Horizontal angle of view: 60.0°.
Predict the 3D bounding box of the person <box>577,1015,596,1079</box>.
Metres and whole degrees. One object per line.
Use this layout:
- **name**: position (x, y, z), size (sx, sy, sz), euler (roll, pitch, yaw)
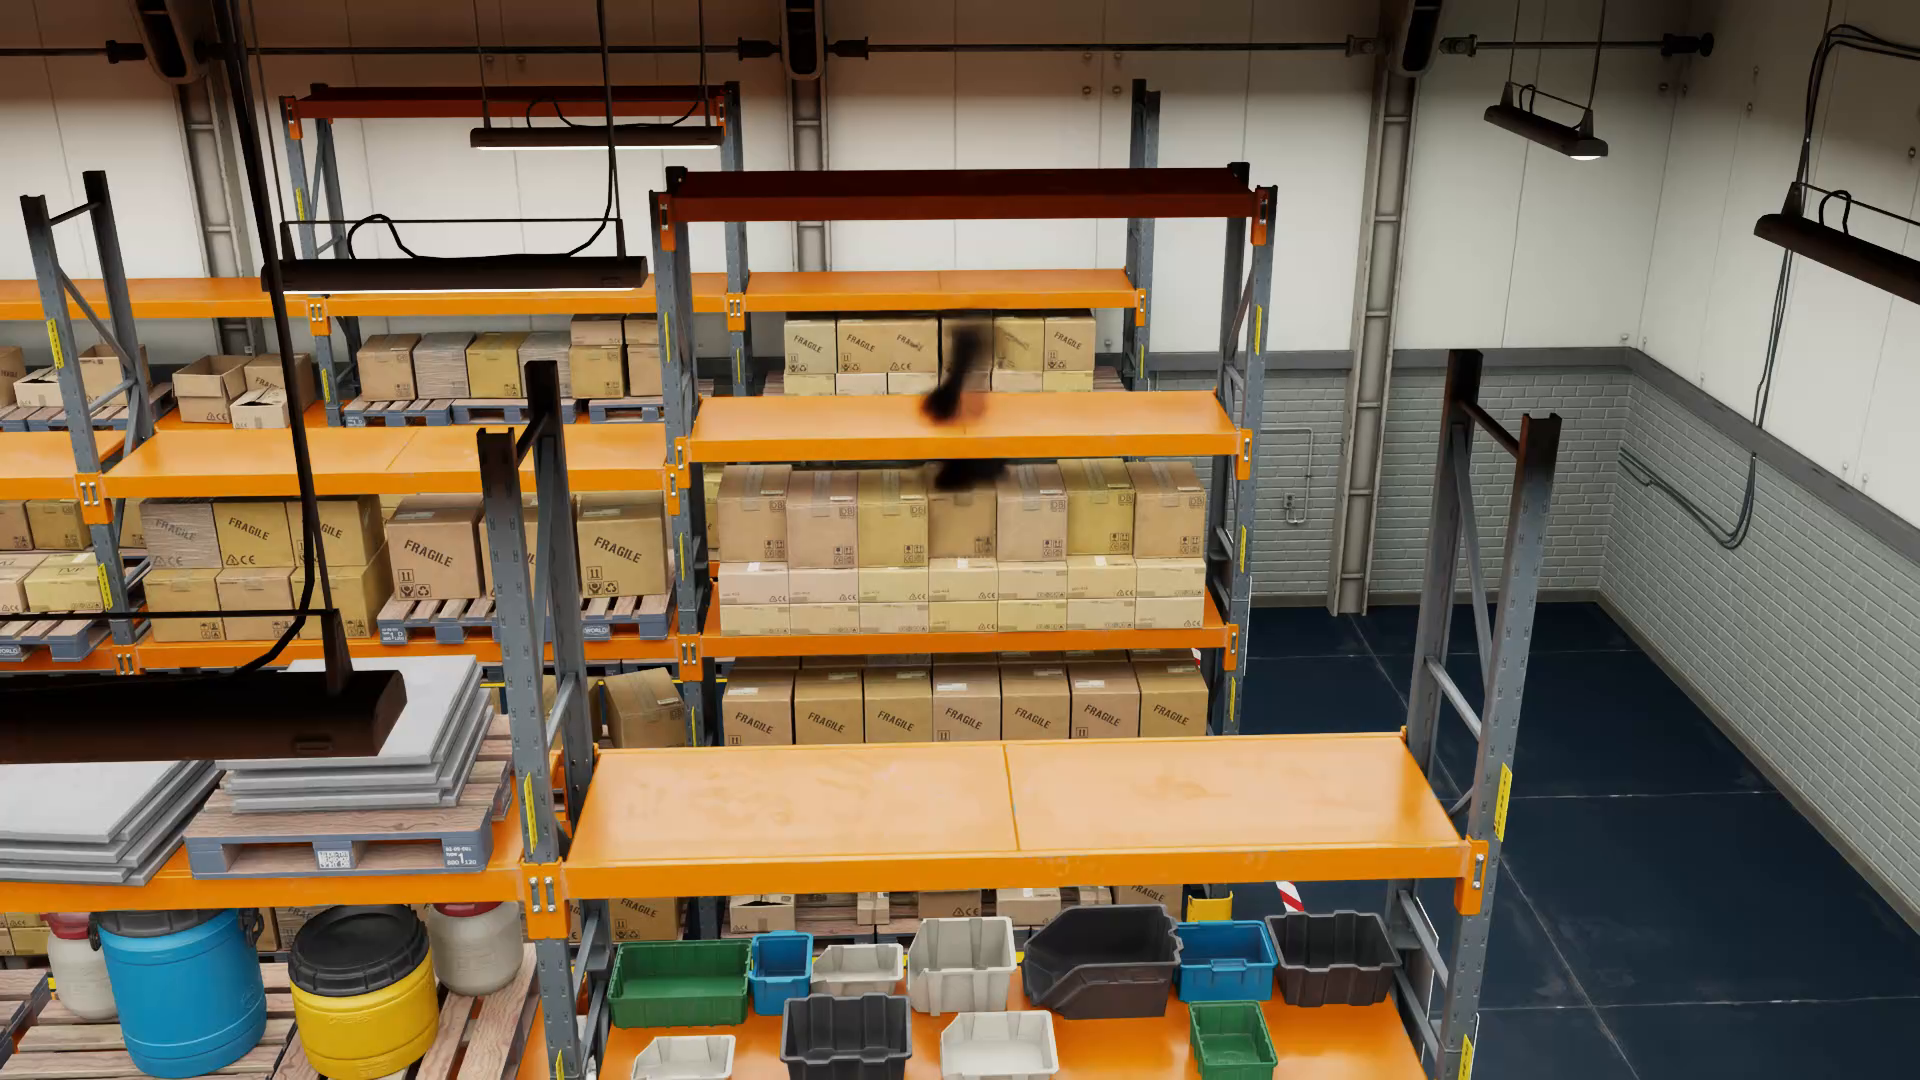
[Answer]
- **person**: position (-2.081, 3.589, 10.229), size (0.828, 1.630, 0.659), euler (5, 23, 13)
